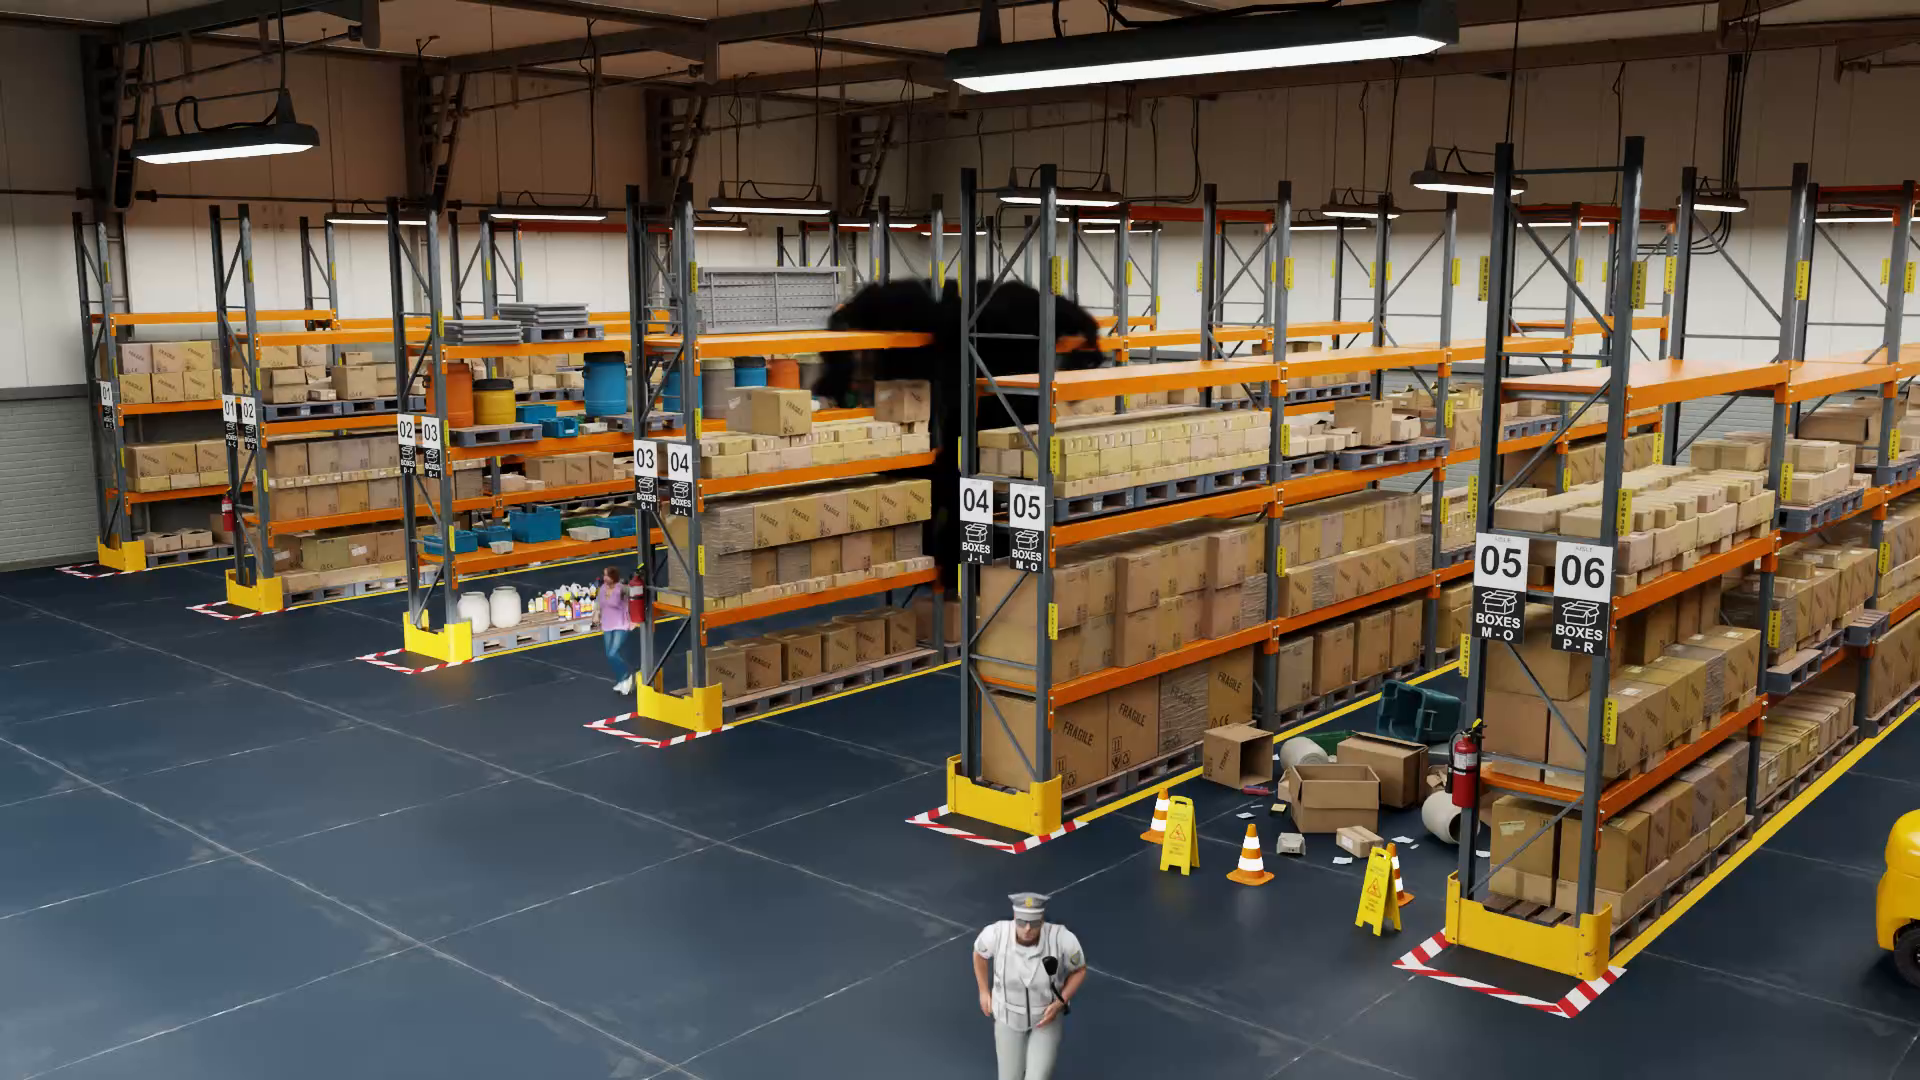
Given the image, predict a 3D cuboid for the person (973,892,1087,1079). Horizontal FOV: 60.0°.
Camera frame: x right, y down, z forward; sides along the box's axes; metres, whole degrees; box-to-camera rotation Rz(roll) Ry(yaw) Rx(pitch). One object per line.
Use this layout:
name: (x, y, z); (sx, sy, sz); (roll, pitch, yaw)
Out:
person: (0.403, 2.768, 9.727); (0.658, 1.705, 0.784); (0, 9, 1)

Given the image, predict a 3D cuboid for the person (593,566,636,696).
person: (-4.141, 1.094, 19.957); (0.555, 1.594, 0.632); (4, 10, 25)
